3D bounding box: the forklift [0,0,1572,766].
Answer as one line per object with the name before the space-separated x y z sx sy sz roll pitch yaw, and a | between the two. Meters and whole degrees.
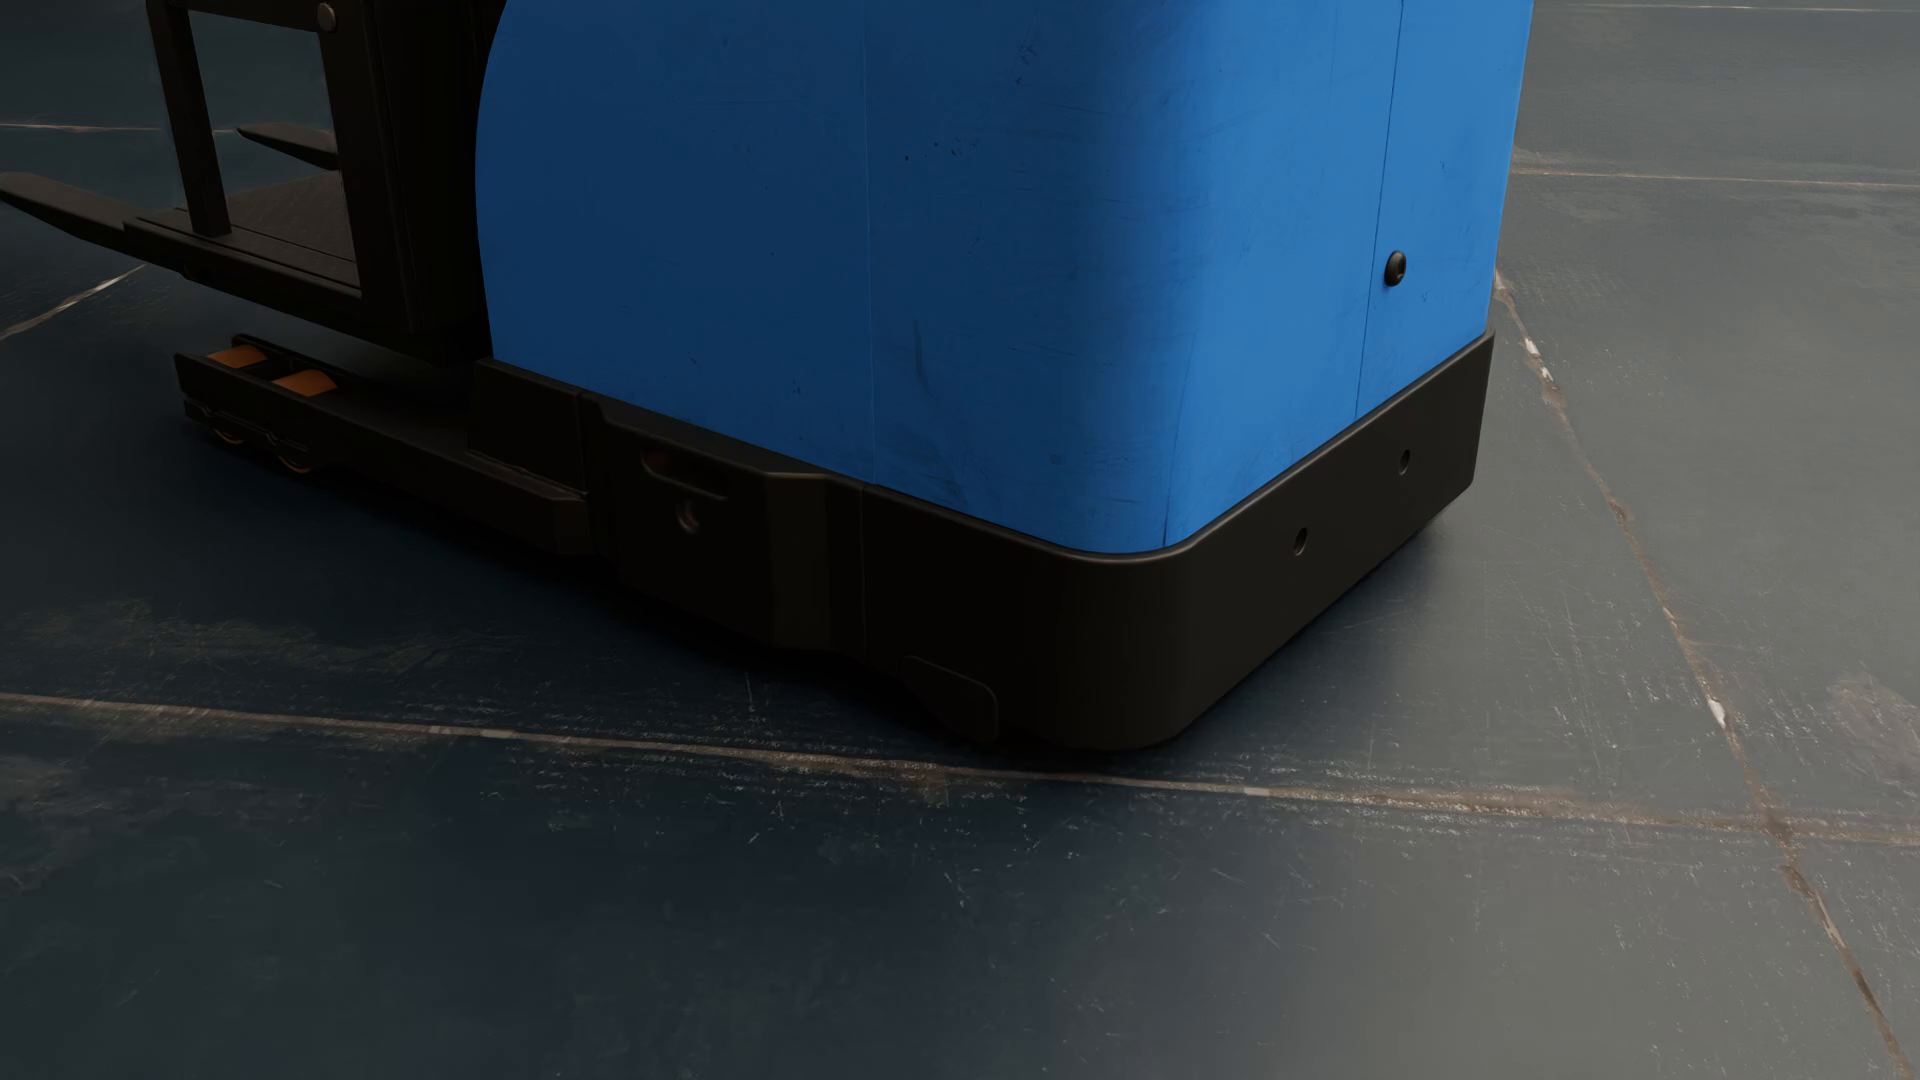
forklift | -0.655 -1.574 2.372 3.031 2.935 1.130 19 32 33
